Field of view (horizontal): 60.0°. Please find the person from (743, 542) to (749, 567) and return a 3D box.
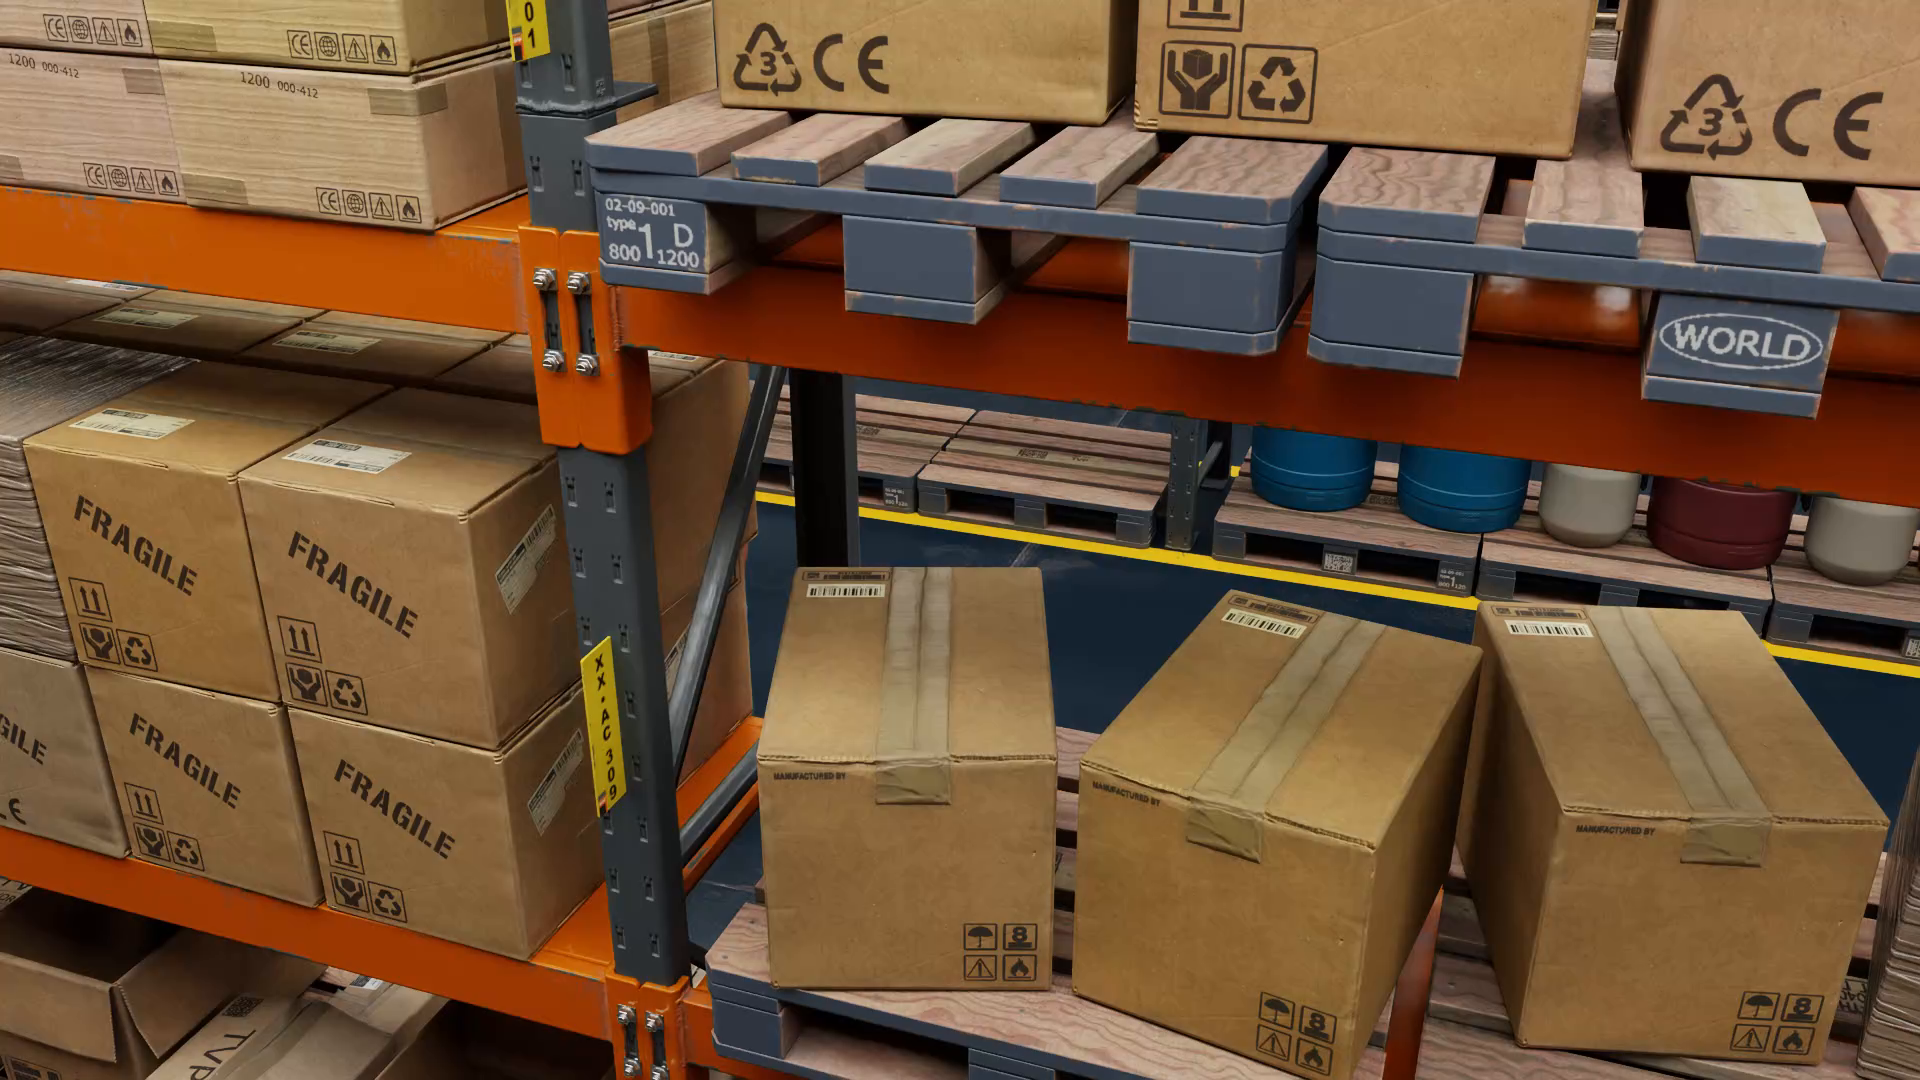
[{"bbox_3d":[-0.973,0.167,5.757,0.533,1.766,0.388,9,27,19],"label":"person"}]
